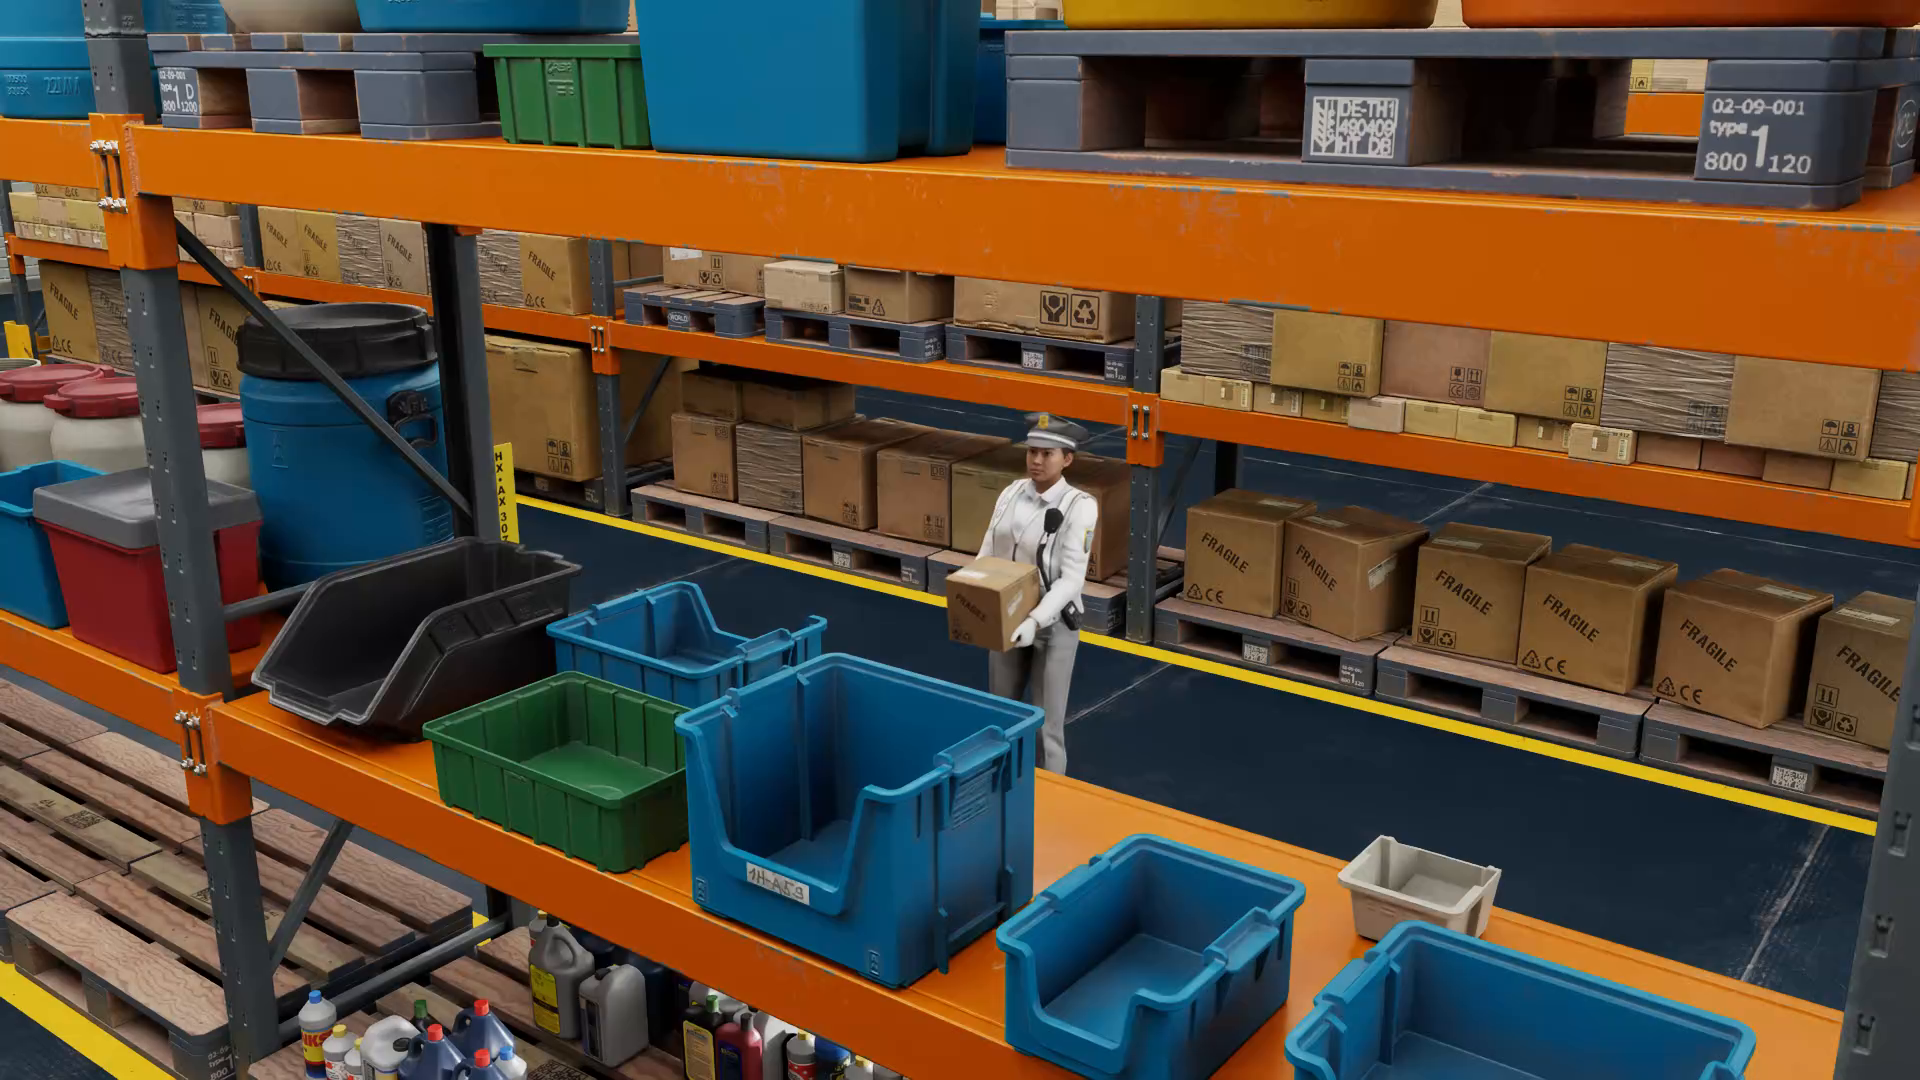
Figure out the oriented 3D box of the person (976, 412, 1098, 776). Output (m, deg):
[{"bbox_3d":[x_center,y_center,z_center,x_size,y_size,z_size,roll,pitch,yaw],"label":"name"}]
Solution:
[{"bbox_3d":[0.249,0.348,6.329,0.461,1.687,0.562,12,20,35],"label":"person"}]
